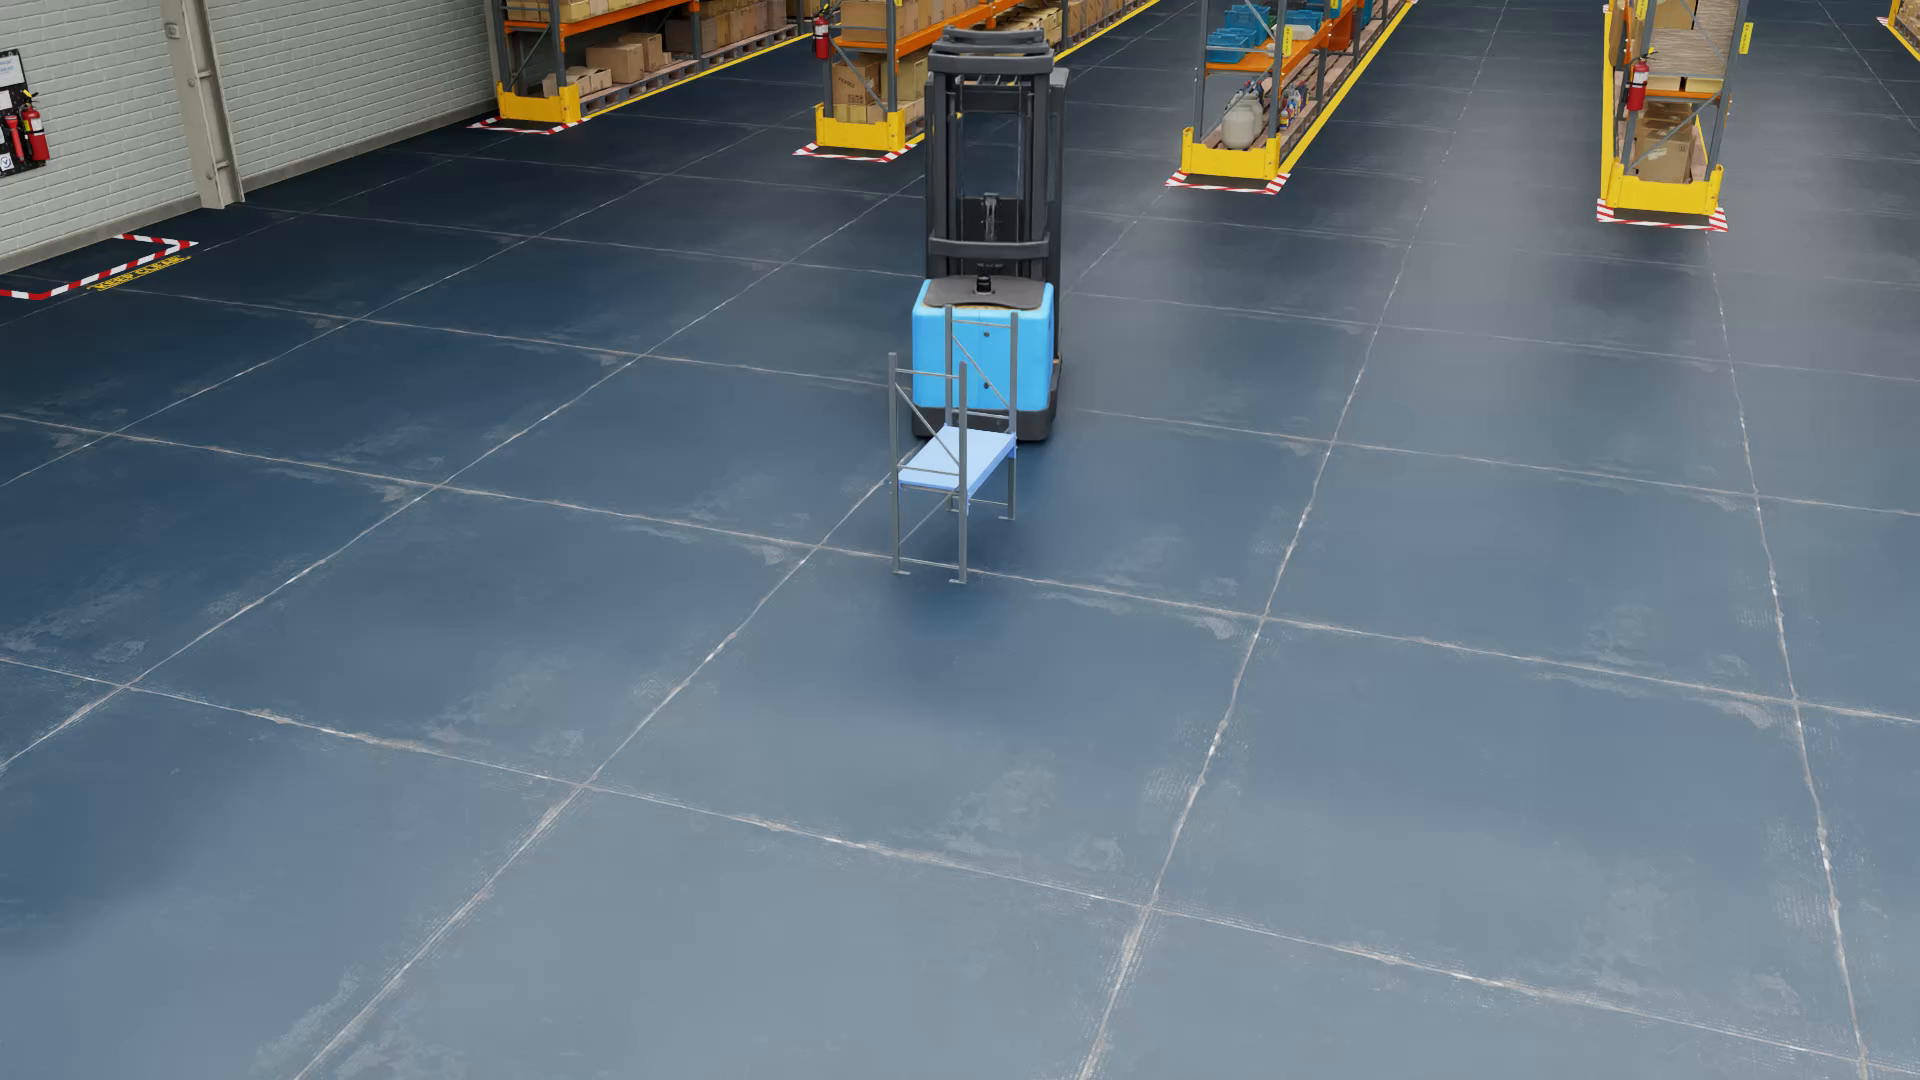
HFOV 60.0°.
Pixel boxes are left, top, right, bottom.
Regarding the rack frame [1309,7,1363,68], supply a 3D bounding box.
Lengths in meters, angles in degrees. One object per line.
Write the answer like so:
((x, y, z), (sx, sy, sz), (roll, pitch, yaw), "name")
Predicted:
((6.024, -9.156, 26.718), (1.000, 3.000, 0.127), (9, 27, 17), "rack frame")

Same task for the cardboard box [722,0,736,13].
((-4.107, -9.060, 28.023), (0.500, 0.250, 0.500), (8, 27, 16), "cardboard box")

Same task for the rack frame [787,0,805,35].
((-3.318, -10.592, 29.685), (1.000, 3.000, 0.127), (9, 27, 17), "rack frame")

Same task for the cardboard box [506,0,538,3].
((-6.024, -7.808, 23.224), (0.500, 0.500, 0.500), (8, 27, 17), "cardboard box")

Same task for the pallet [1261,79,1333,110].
((4.918, -6.585, 24.609), (1.003, 0.211, 1.213), (9, 27, 17), "pallet")

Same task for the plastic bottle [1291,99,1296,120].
((4.474, -5.803, 22.420), (0.097, 0.271, 0.097), (0, 26, 0), "plastic bottle")

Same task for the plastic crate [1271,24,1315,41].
((4.391, -6.689, 21.926), (0.530, 0.136, 0.437), (9, 27, 17), "plastic crate")

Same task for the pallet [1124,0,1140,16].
((2.915, -10.546, 32.790), (1.003, 0.211, 1.213), (9, 27, 17), "pallet")

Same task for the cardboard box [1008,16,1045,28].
((1.075, -8.407, 27.201), (0.500, 0.311, 0.500), (9, 27, 17), "cardboard box")

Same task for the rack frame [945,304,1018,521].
((0.141, -0.849, 11.282), (0.500, 1.500, 0.032), (9, 27, 17), "rack frame")

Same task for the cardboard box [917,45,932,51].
((-0.418, -6.681, 23.420), (0.500, 0.500, 0.500), (9, 27, 17), "cardboard box")

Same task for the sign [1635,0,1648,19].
((7.516, -5.902, 18.306), (0.100, 0.325, 0.005), (9, 27, 17), "sign")

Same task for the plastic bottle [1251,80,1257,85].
((4.173, -6.415, 23.682), (0.097, 0.271, 0.097), (0, 26, 0), "plastic bottle")

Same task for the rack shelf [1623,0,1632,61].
((10.029, -7.292, 23.694), (1.077, 0.370, 4.000), (9, 27, 17), "rack shelf")

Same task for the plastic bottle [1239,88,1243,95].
((3.829, -5.994, 22.722), (0.144, 0.351, 0.185), (9, 27, 17), "plastic bottle")

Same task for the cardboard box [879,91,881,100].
((-1.253, -6.010, 22.894), (0.500, 0.250, 0.500), (9, 27, 17), "cardboard box")

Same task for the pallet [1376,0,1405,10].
((8.375, -10.855, 33.427), (1.003, 0.211, 1.213), (9, 27, 17), "pallet")

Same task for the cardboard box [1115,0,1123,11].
((2.791, -10.348, 31.544), (0.500, 0.500, 0.500), (9, 27, 17), "cardboard box")

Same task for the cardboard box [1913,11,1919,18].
((17.255, -9.396, 29.662), (0.380, 0.149, 0.250), (7, 27, 15), "cardboard box")

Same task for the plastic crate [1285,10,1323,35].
((4.581, -6.951, 22.335), (0.499, 0.251, 0.616), (9, 27, 17), "plastic crate")

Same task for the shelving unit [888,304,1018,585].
((-0.028, -0.640, 10.851), (0.538, 1.500, 1.048), (9, 27, 17), "shelving unit")

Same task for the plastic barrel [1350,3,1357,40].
((6.546, -8.927, 28.531), (0.600, 0.588, 0.708), (9, 27, 17), "plastic barrel")

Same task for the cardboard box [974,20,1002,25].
((0.394, -8.269, 26.916), (0.500, 0.311, 0.500), (8, 27, 17), "cardboard box")

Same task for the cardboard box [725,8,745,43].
((-4.088, -8.750, 28.243), (0.700, 0.500, 0.500), (9, 27, 18), "cardboard box")

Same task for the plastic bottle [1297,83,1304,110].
((4.686, -6.132, 23.008), (0.144, 0.351, 0.185), (7, 27, 15), "plastic bottle")

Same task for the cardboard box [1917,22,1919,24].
((16.973, -8.960, 29.102), (0.380, 0.149, 0.250), (9, 27, 18), "cardboard box")

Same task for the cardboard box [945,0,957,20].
((-0.459, -7.670, 23.535), (0.700, 0.500, 0.500), (9, 27, 18), "cardboard box")

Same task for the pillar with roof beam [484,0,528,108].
((-2.504, -9.794, 21.152), (9.100, 9.000, 0.400), (9, 27, 17), "pillar with roof beam")

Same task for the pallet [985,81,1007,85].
((0.231, -7.285, 26.054), (1.003, 0.211, 1.213), (9, 27, 17), "pallet")

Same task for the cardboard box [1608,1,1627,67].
((10.944, -7.951, 26.185), (1.225, 0.875, 0.875), (7, 27, 15), "cardboard box")

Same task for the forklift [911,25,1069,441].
((0.291, -2.685, 13.432), (1.130, 2.935, 3.031), (2, 26, 5), "forklift")

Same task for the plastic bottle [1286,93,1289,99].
((4.474, -5.974, 22.758), (0.061, 0.283, 0.133), (9, 27, 17), "plastic bottle")

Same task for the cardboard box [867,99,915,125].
((-0.920, -5.728, 22.311), (0.500, 0.250, 0.500), (9, 27, 17), "cardboard box")

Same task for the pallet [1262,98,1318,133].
((4.430, -5.987, 23.373), (1.003, 0.211, 1.213), (9, 27, 17), "pallet")

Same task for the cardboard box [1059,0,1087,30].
((1.944, -9.310, 29.400), (0.500, 0.500, 0.500), (8, 27, 16), "cardboard box")

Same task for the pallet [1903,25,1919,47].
((17.264, -8.850, 29.285), (1.003, 0.211, 1.213), (9, 27, 17), "pallet")

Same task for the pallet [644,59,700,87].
((-4.840, -7.412, 26.317), (1.003, 0.211, 1.213), (9, 27, 17), "pallet")

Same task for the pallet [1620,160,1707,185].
((8.361, -4.255, 19.795), (1.003, 0.211, 1.213), (9, 27, 17), "pallet")

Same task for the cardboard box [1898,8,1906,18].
((17.524, -9.701, 30.634), (0.380, 0.149, 0.250), (9, 27, 18), "cardboard box")

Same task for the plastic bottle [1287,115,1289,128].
((4.293, -5.549, 21.975), (0.097, 0.201, 0.097), (0, 26, 0), "plastic bottle")

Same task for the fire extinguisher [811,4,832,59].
((-1.785, -6.572, 21.470), (0.296, 0.674, 0.183), (9, 27, 17), "fire extinguisher")

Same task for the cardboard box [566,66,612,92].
((-5.476, -6.798, 24.429), (0.500, 0.311, 0.500), (11, 28, 22), "cardboard box")

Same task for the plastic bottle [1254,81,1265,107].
((4.169, -6.225, 23.200), (0.144, 0.351, 0.185), (9, 27, 17), "plastic bottle")

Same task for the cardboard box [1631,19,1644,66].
((8.295, -5.774, 19.277), (0.875, 0.500, 0.500), (9, 27, 17), "cardboard box")

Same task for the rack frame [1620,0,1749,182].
((8.032, -5.150, 18.444), (1.000, 3.000, 0.127), (9, 27, 17), "rack frame")

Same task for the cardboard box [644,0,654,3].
((-4.848, -8.239, 24.974), (0.500, 0.250, 0.500), (9, 27, 17), "cardboard box")

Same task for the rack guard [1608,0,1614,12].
((13.365, -10.610, 32.590), (1.175, 0.500, 0.348), (9, 27, 17), "rack guard")

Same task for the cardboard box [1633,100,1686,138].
((9.009, -5.463, 21.477), (0.500, 0.500, 0.500), (19, 32, 34), "cardboard box")

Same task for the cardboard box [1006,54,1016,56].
((0.562, -7.523, 26.019), (0.500, 0.250, 0.500), (9, 27, 19), "cardboard box")
